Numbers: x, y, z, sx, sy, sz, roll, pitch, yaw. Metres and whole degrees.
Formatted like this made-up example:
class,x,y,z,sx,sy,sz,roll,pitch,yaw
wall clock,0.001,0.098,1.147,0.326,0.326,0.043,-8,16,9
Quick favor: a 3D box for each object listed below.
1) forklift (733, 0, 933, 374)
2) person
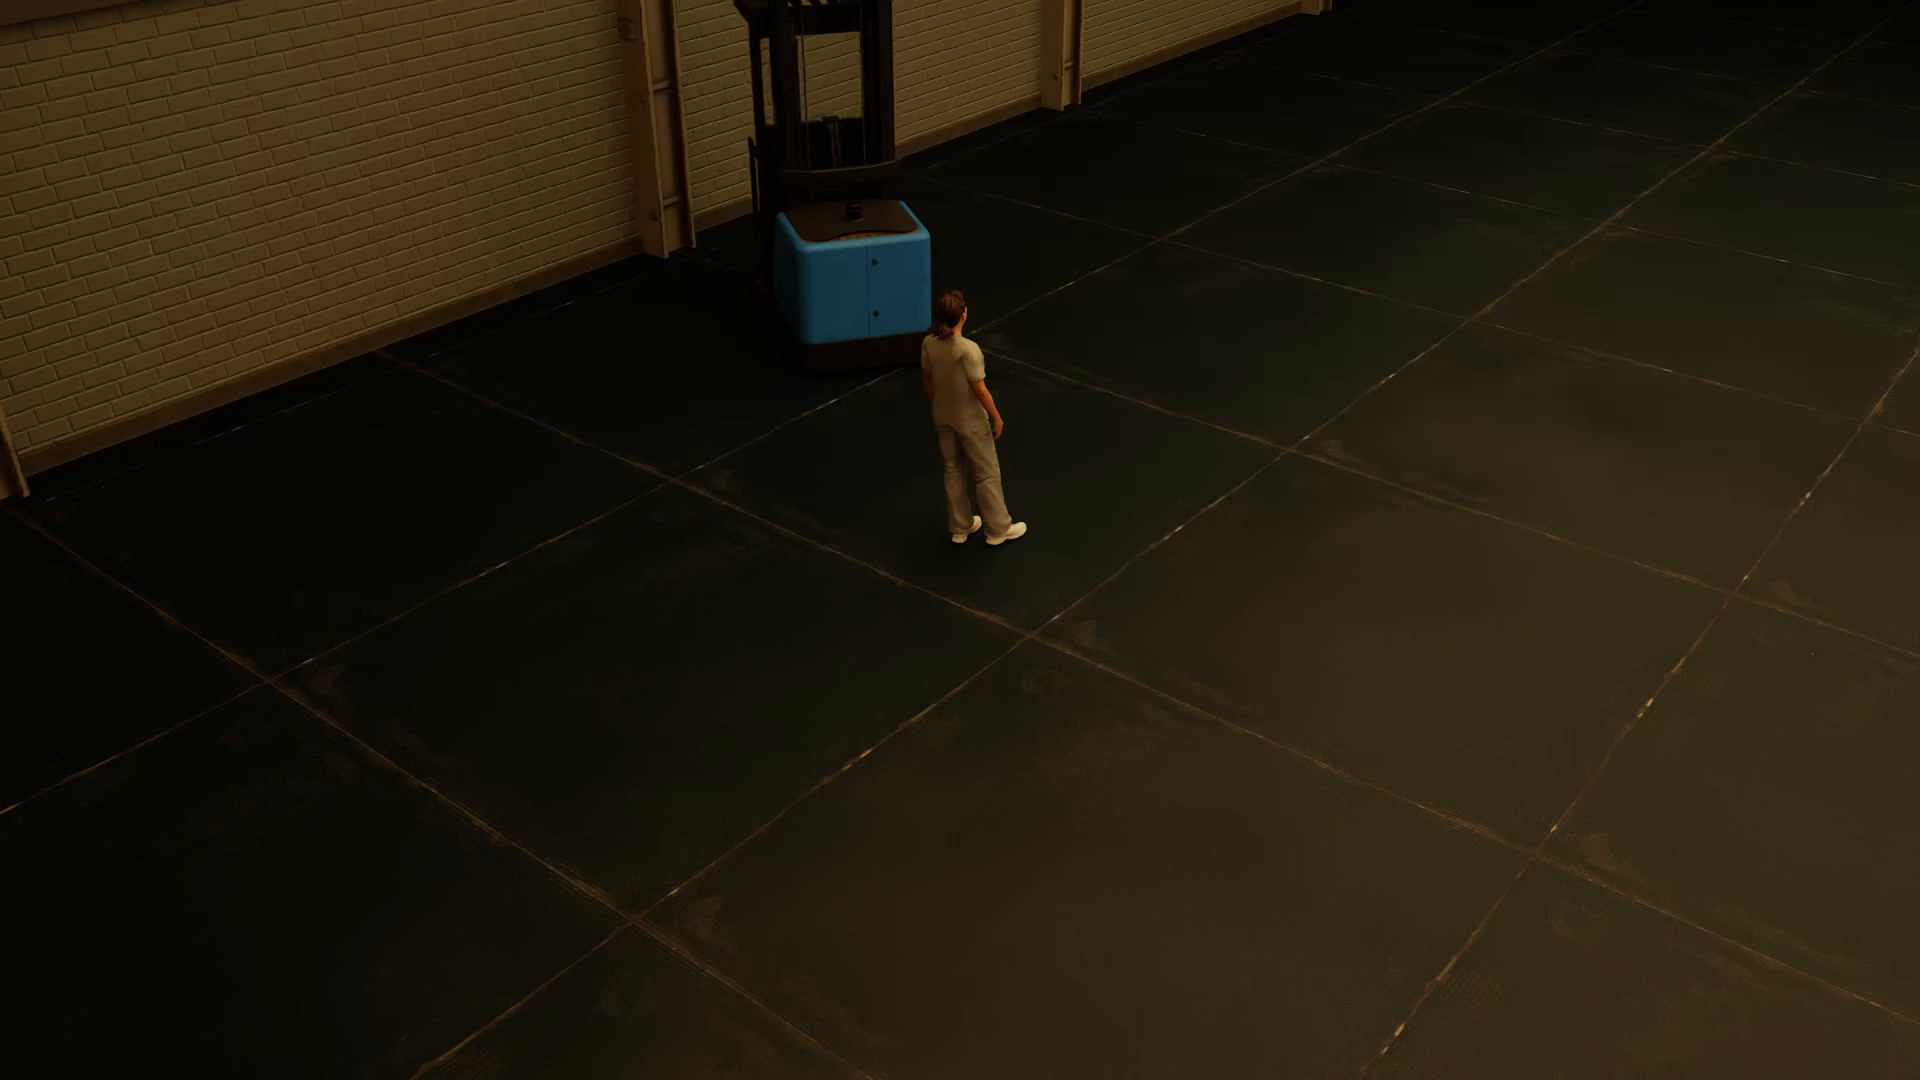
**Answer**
class,x,y,z,sx,sy,sz,roll,pitch,yaw
forklift,-1.119,-3.243,13.145,1.130,2.935,3.031,-9,31,-15
person,0.057,-0.754,10.115,0.549,1.675,0.549,22,37,33
